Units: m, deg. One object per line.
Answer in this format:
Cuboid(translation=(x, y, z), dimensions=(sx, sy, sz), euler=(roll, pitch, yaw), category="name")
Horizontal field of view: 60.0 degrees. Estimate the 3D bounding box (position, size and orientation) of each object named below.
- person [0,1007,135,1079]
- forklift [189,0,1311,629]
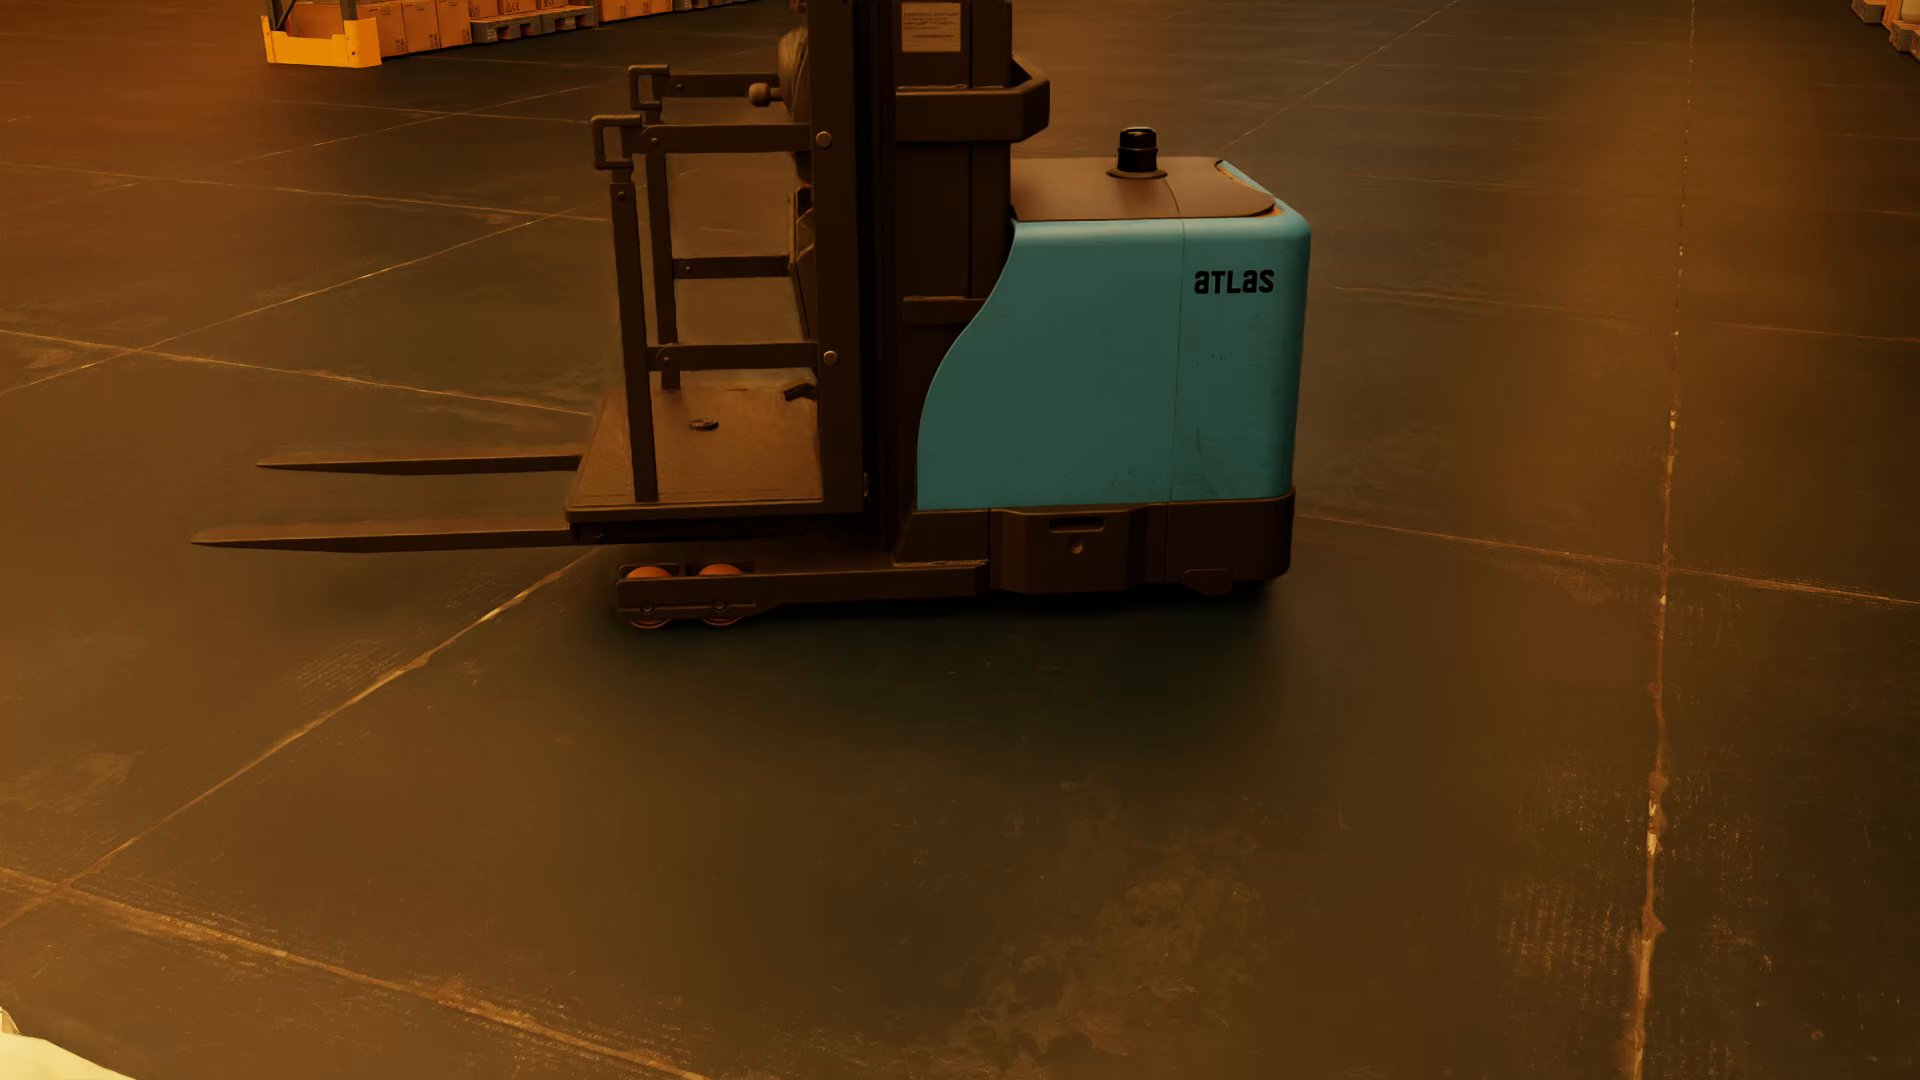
Cuboid(translation=(-0.694, 0.823, 1.008), dimensions=(0.792, 1.646, 0.655), euler=(-9, 24, -20), category="person")
Cuboid(translation=(-0.613, -1.324, 4.460), dimensions=(3.031, 2.935, 1.130), euler=(-2, 23, -5), category="forklift")
